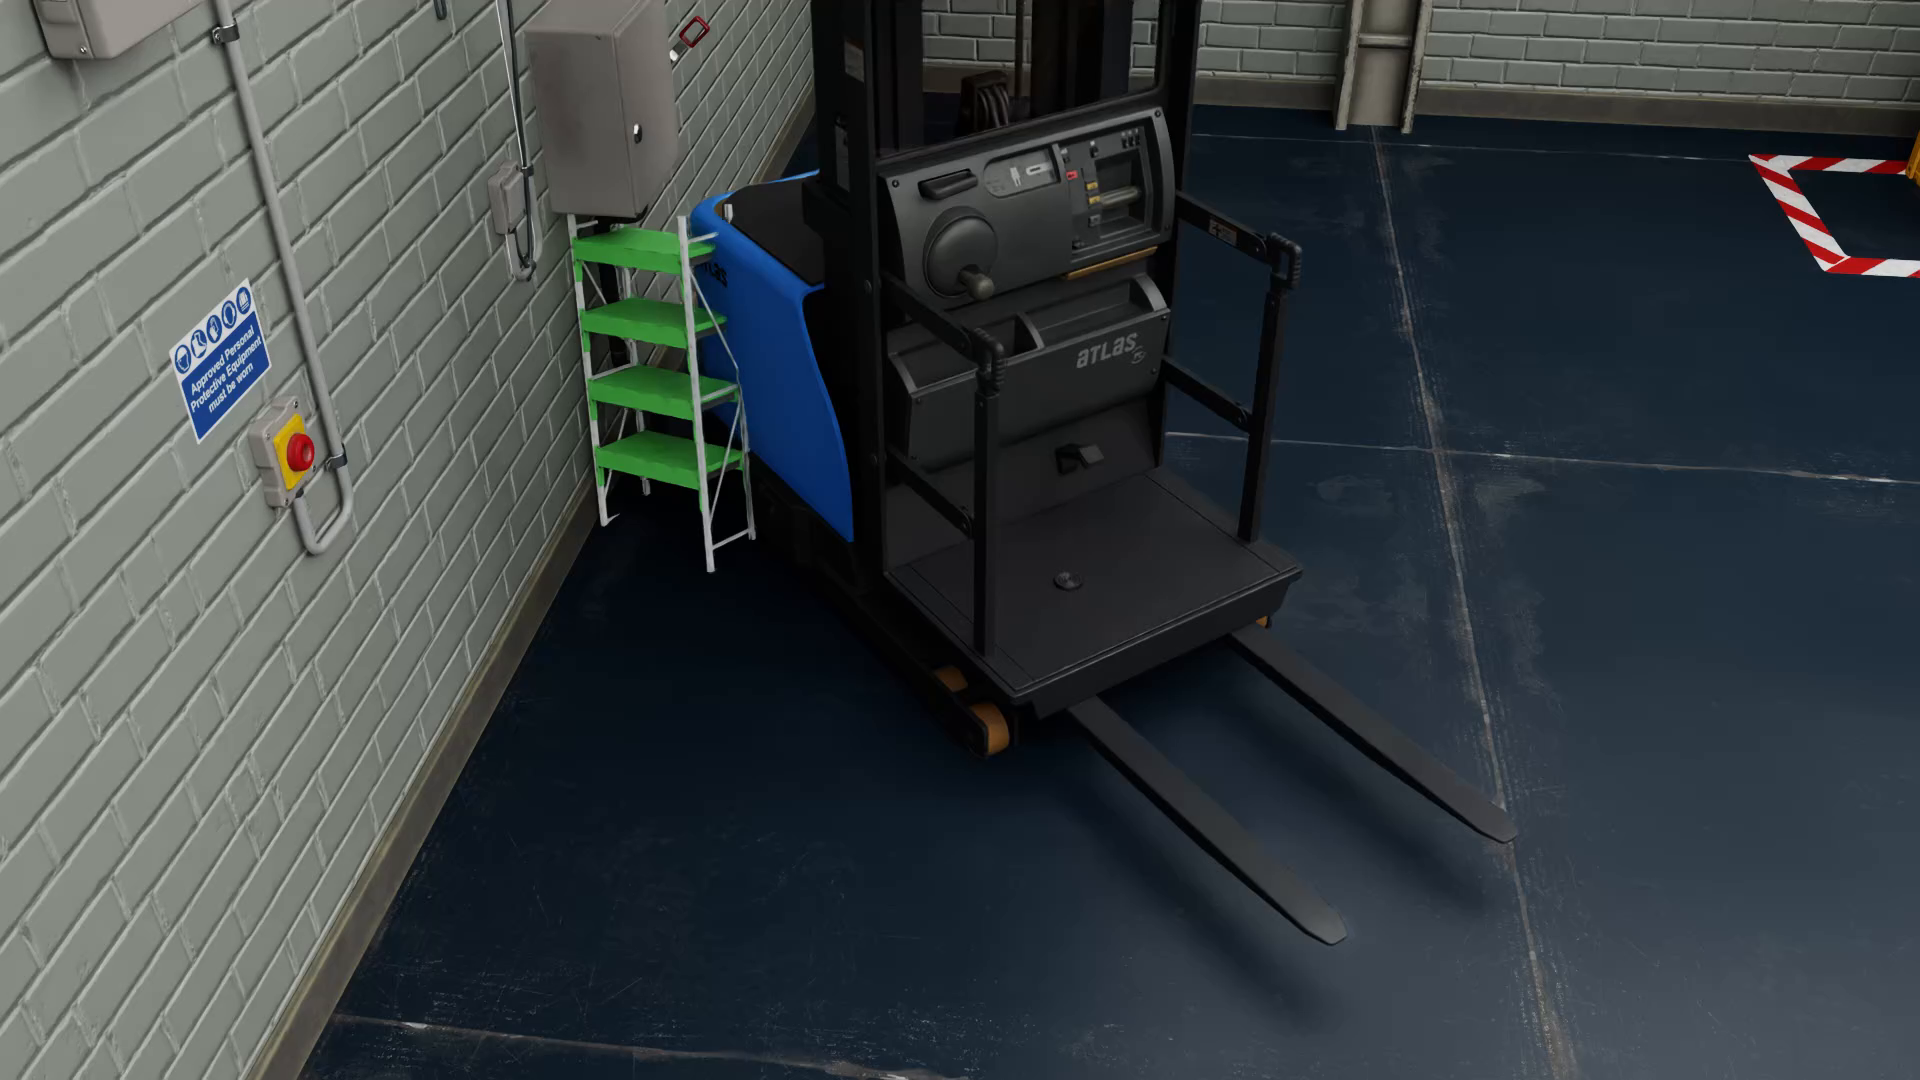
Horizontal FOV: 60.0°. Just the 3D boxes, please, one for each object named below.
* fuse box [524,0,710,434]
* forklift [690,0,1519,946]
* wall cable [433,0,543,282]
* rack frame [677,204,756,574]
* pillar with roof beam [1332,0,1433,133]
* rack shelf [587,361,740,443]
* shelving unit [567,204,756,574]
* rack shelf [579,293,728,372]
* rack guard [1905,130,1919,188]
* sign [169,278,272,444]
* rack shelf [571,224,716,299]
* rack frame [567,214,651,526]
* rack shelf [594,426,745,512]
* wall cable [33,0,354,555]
[{"bbox_3d":[-1.055,-0.964,5.628,0.414,1.711,0.539,4,36,6],"label":"fuse box"},{"bbox_3d":[0.331,-0.875,4.453,1.130,2.935,3.031,-21,41,-27],"label":"forklift"},{"bbox_3d":[-1.298,-1.521,4.424,0.122,1.984,0.588,4,36,6],"label":"wall cable"},{"bbox_3d":[-0.790,-0.482,5.458,0.015,1.200,0.240,13,26,31],"label":"rack frame"},{"bbox_3d":[1.649,-3.426,2.804,0.400,9.000,9.100,4,36,6],"label":"pillar with roof beam"},{"bbox_3d":[-0.991,-0.470,5.609,0.480,0.148,0.258,13,26,31],"label":"rack shelf"},{"bbox_3d":[-0.993,-0.529,5.585,0.503,1.200,0.258,13,26,31],"label":"shelving unit"},{"bbox_3d":[-0.996,-0.692,5.519,0.480,0.148,0.258,13,26,31],"label":"rack shelf"},{"bbox_3d":[4.833,-1.723,7.733,0.348,0.500,1.175,4,36,6],"label":"rack guard"},{"bbox_3d":[-1.534,-0.376,3.462,0.001,0.218,0.327,4,36,6],"label":"sign"},{"bbox_3d":[-1.001,-0.914,5.428,0.480,0.148,0.258,13,26,31],"label":"rack shelf"},{"bbox_3d":[-1.195,-0.577,5.713,0.015,1.200,0.240,13,26,31],"label":"rack frame"},{"bbox_3d":[-0.987,-0.248,5.700,0.480,0.148,0.258,13,26,31],"label":"rack shelf"},{"bbox_3d":[-1.467,-0.715,3.269,0.123,1.953,0.585,4,36,6],"label":"wall cable"}]
